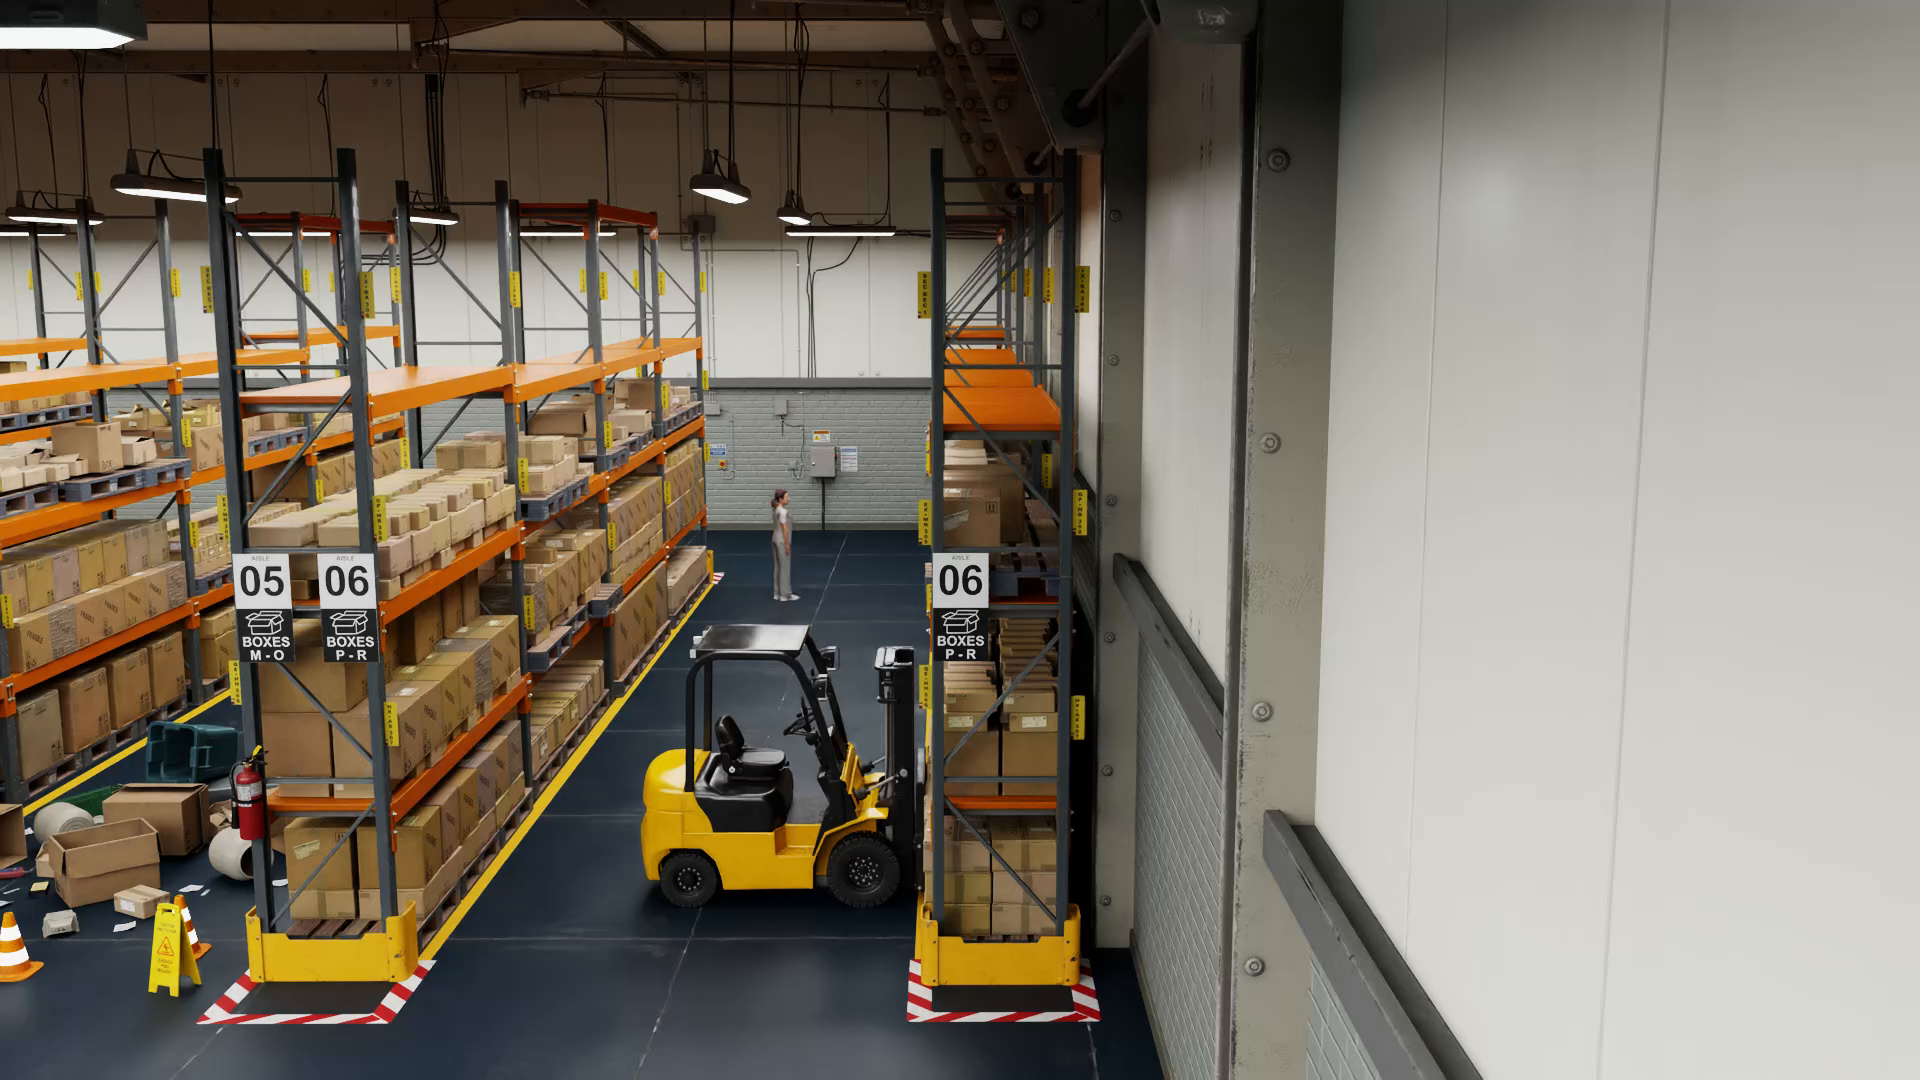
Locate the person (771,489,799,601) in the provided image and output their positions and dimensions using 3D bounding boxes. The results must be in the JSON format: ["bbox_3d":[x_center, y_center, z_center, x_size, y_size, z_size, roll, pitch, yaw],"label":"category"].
[{"bbox_3d":[-2.628,0.064,24.851,0.362,1.672,0.498,-5,10,-27],"label":"person"}]
